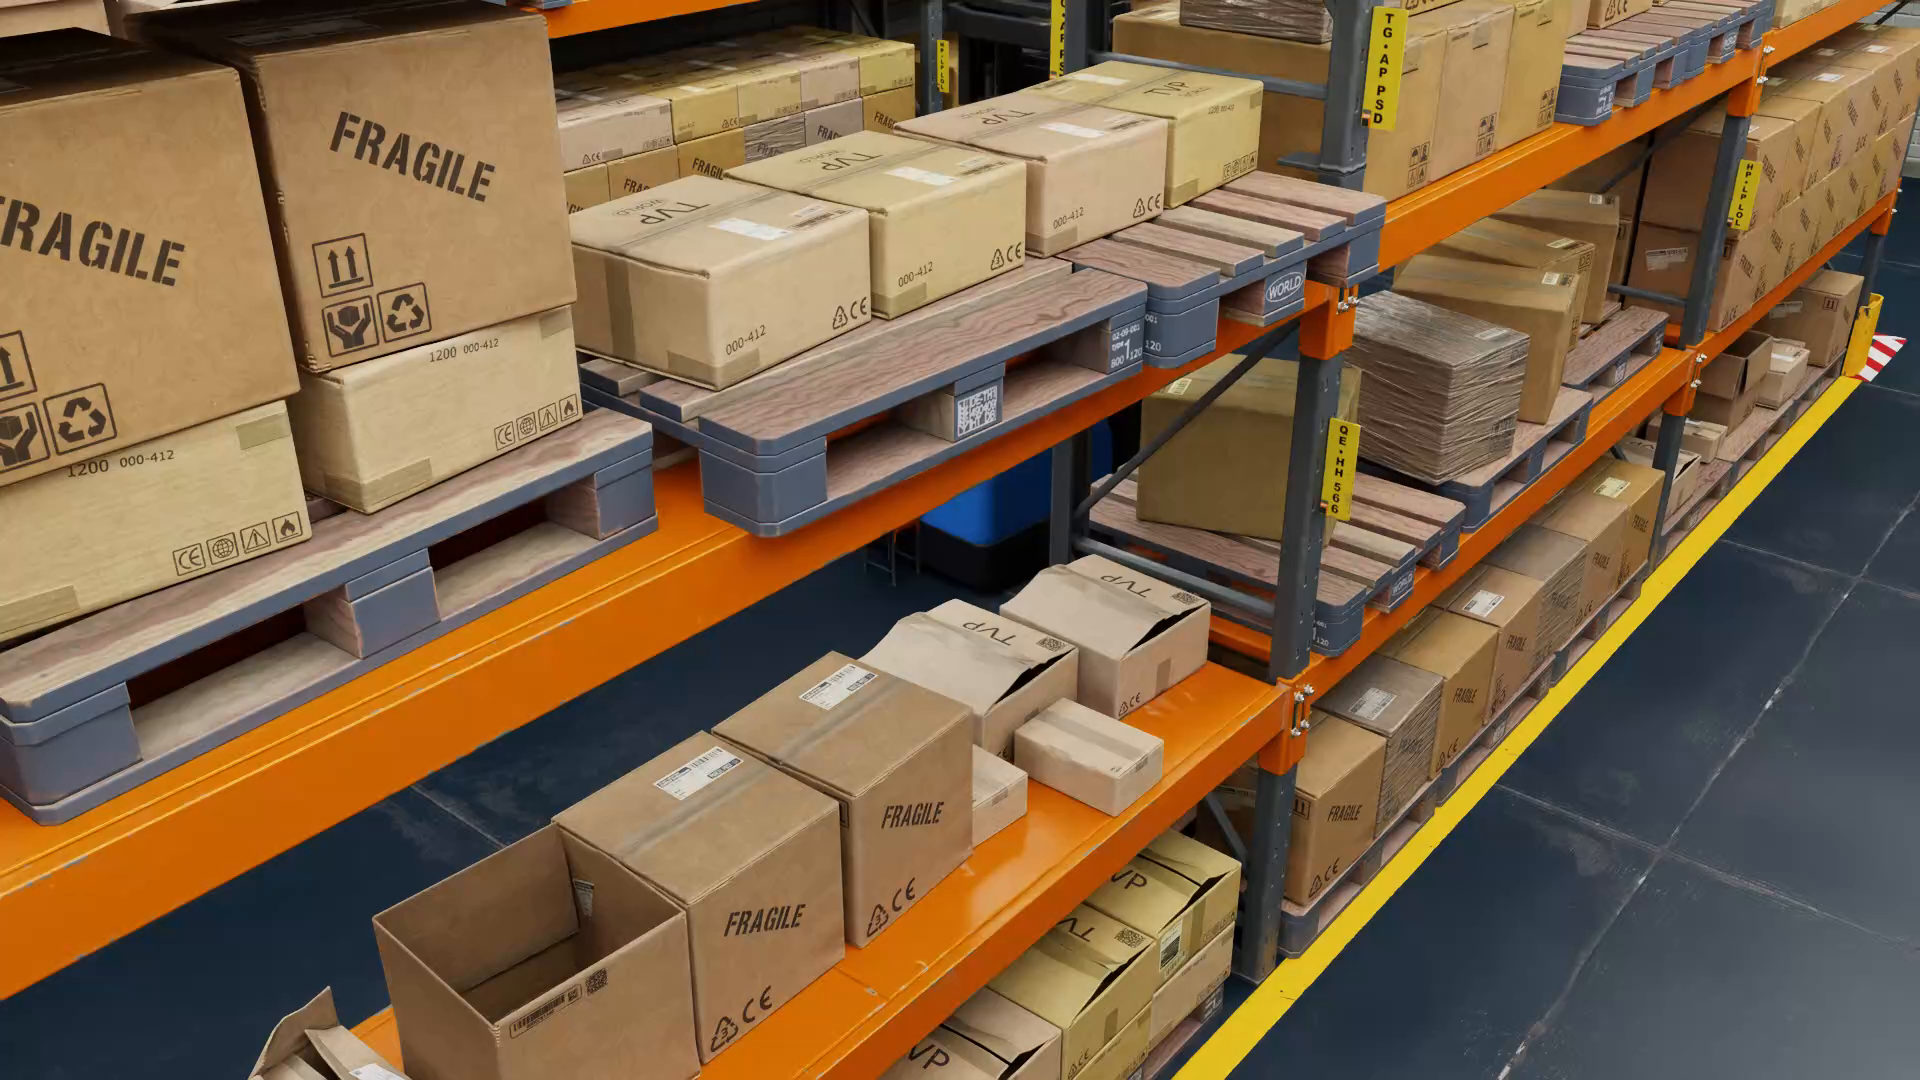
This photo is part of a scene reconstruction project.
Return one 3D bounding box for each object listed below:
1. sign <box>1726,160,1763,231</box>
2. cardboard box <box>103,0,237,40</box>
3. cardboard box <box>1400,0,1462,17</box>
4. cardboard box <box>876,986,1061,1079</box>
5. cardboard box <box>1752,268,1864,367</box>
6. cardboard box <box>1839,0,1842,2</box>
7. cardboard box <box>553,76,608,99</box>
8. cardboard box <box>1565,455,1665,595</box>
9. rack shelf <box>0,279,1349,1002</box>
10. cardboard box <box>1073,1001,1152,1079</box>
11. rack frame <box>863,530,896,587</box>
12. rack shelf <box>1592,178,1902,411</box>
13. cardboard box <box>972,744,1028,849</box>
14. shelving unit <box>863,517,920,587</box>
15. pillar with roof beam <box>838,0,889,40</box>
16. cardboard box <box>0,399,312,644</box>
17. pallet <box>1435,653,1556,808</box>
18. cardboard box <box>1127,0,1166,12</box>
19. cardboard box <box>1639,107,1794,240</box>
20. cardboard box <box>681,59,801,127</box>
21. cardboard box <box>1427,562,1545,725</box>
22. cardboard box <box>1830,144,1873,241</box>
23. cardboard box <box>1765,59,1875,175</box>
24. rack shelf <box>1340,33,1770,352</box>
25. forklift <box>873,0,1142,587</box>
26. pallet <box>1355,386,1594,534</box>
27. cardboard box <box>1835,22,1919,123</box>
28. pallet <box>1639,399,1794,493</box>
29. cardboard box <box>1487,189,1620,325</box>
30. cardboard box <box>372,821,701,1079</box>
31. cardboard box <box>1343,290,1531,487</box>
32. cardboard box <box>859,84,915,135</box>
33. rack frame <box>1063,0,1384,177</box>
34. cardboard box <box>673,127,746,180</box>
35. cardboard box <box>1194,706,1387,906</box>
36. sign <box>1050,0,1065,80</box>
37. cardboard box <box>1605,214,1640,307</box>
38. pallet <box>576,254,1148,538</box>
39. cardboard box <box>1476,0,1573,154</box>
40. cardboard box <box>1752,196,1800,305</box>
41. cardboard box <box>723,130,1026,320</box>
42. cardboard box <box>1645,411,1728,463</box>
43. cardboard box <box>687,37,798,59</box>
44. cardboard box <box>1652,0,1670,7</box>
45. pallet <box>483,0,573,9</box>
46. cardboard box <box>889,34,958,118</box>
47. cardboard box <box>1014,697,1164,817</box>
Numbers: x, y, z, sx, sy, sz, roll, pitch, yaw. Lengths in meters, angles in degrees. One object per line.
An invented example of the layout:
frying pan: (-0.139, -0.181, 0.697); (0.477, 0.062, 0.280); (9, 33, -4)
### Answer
sign: (3.719, -1.634, 7.885); (0.100, 0.325, 0.005); (21, 34, 34)
cardboard box: (-3.330, -2.277, 7.197); (0.500, 0.311, 0.500); (21, 34, 34)
cardboard box: (1.351, -2.017, 5.423); (0.500, 0.500, 0.500); (21, 34, 34)
cardboard box: (-0.048, 1.545, 4.924); (0.500, 0.311, 0.500); (20, 34, 34)
cardboard box: (5.677, -1.520, 11.165); (0.500, 0.500, 0.500); (21, 34, 34)
cardboard box: (4.429, -3.000, 8.683); (0.500, 0.250, 0.500); (21, 34, 34)
cardboard box: (-2.331, -2.428, 9.408); (0.500, 0.250, 0.500); (20, 33, 33)
cardboard box: (3.196, -0.108, 8.435); (0.500, 0.500, 0.500); (21, 34, 34)
rack shelf: (-0.528, -0.167, 3.826); (1.077, 0.370, 4.000); (21, 34, 34)
cardboard box: (0.273, 1.613, 5.402); (0.500, 0.250, 0.500); (20, 34, 34)
rack frame: (-0.428, -0.321, 8.565); (0.240, 1.200, 0.006); (23, 35, 37)
rack shelf: (4.561, -1.671, 9.998); (1.077, 0.370, 4.000); (21, 34, 34)
cardboard box: (-0.023, 0.717, 4.872); (0.380, 0.149, 0.250); (24, 36, 38)
shelving unit: (-0.366, -0.352, 8.625); (0.258, 1.200, 0.189); (23, 35, 37)
pillar with roof beam: (2.563, -4.635, 8.416); (9.100, 9.000, 0.400); (21, 34, 34)
cardboard box: (-1.401, -0.113, 2.645); (0.500, 0.250, 0.500); (-24, 36, -38)
pallet: (2.025, 0.691, 7.684); (1.003, 0.211, 1.213); (21, 34, 34)
cardboard box: (1.237, -3.834, 13.070); (0.980, 0.700, 0.700); (20, 34, 34)
cardboard box: (3.805, -1.854, 8.373); (0.500, 0.500, 0.500); (22, 34, 36)
cardboard box: (-1.293, -2.646, 9.830); (0.500, 0.250, 0.500); (22, 34, 35)
cardboard box: (2.234, 0.424, 7.408); (0.500, 0.500, 0.500); (19, 33, 33)
cardboard box: (5.109, -2.145, 10.023); (0.500, 0.500, 0.500); (21, 34, 35)
cardboard box: (4.788, -2.403, 9.433); (0.500, 0.500, 0.500); (22, 35, 36)
rack shelf: (2.016, -1.585, 6.567); (1.077, 0.370, 4.000); (21, 34, 34)
forklift: (0.770, -1.649, 9.247); (1.130, 2.935, 3.031); (23, 35, 37)
pallet: (1.978, -0.468, 7.100); (1.003, 0.211, 1.213); (21, 34, 34)
cardboard box: (5.762, -2.950, 10.490); (0.500, 0.500, 0.500); (20, 34, 34)
pallet: (4.502, -0.720, 10.413); (1.003, 0.211, 1.213); (21, 34, 34)
cardboard box: (2.815, -1.409, 8.144); (0.700, 0.500, 0.500); (9, 29, 18)
cardboard box: (-0.964, 1.057, 3.834); (0.500, 0.500, 0.500); (24, 36, 38)
cardboard box: (1.787, -0.618, 6.615); (0.500, 0.500, 0.700); (-21, 34, -34)
cardboard box: (-0.635, -2.676, 10.703); (0.500, 0.500, 0.500); (20, 33, 34)
rack frame: (0.744, -2.527, 4.342); (1.000, 3.000, 0.127); (21, 34, 34)
cardboard box: (-1.592, -2.138, 9.663); (0.500, 0.500, 0.500); (22, 34, 36)
cardboard box: (1.254, 0.974, 6.344); (0.500, 0.500, 0.500); (22, 35, 36)
sign: (0.327, -1.584, 5.220); (0.100, 0.325, 0.005); (21, 34, 34)
cardboard box: (3.408, -1.578, 8.926); (0.500, 0.500, 0.500); (21, 34, 35)
pallet: (-0.327, -0.447, 3.791); (1.003, 0.211, 1.213); (23, 35, 37)
cardboard box: (1.651, -1.769, 6.032); (0.910, 0.500, 0.500); (21, 34, 34)
cardboard box: (4.146, -1.609, 8.987); (0.500, 0.500, 0.500); (21, 34, 35)
cardboard box: (-0.193, -0.747, 3.871); (0.500, 0.250, 0.500); (20, 33, 33)
cardboard box: (4.265, -0.613, 9.776); (0.380, 0.166, 0.250); (21, 34, 34)
cardboard box: (-1.358, -2.972, 10.459); (0.500, 0.250, 0.500); (21, 34, 35)
cardboard box: (2.911, -2.732, 7.327); (0.600, 0.600, 0.600); (17, 32, 30)
pallet: (-2.712, -2.802, 8.342); (1.213, 0.211, 1.003); (23, 35, 37)
cardboard box: (-0.179, -3.048, 11.551); (0.980, 0.700, 0.700); (21, 34, 35)
cardboard box: (0.385, 0.648, 5.006); (0.380, 0.149, 0.250); (21, 34, 34)
